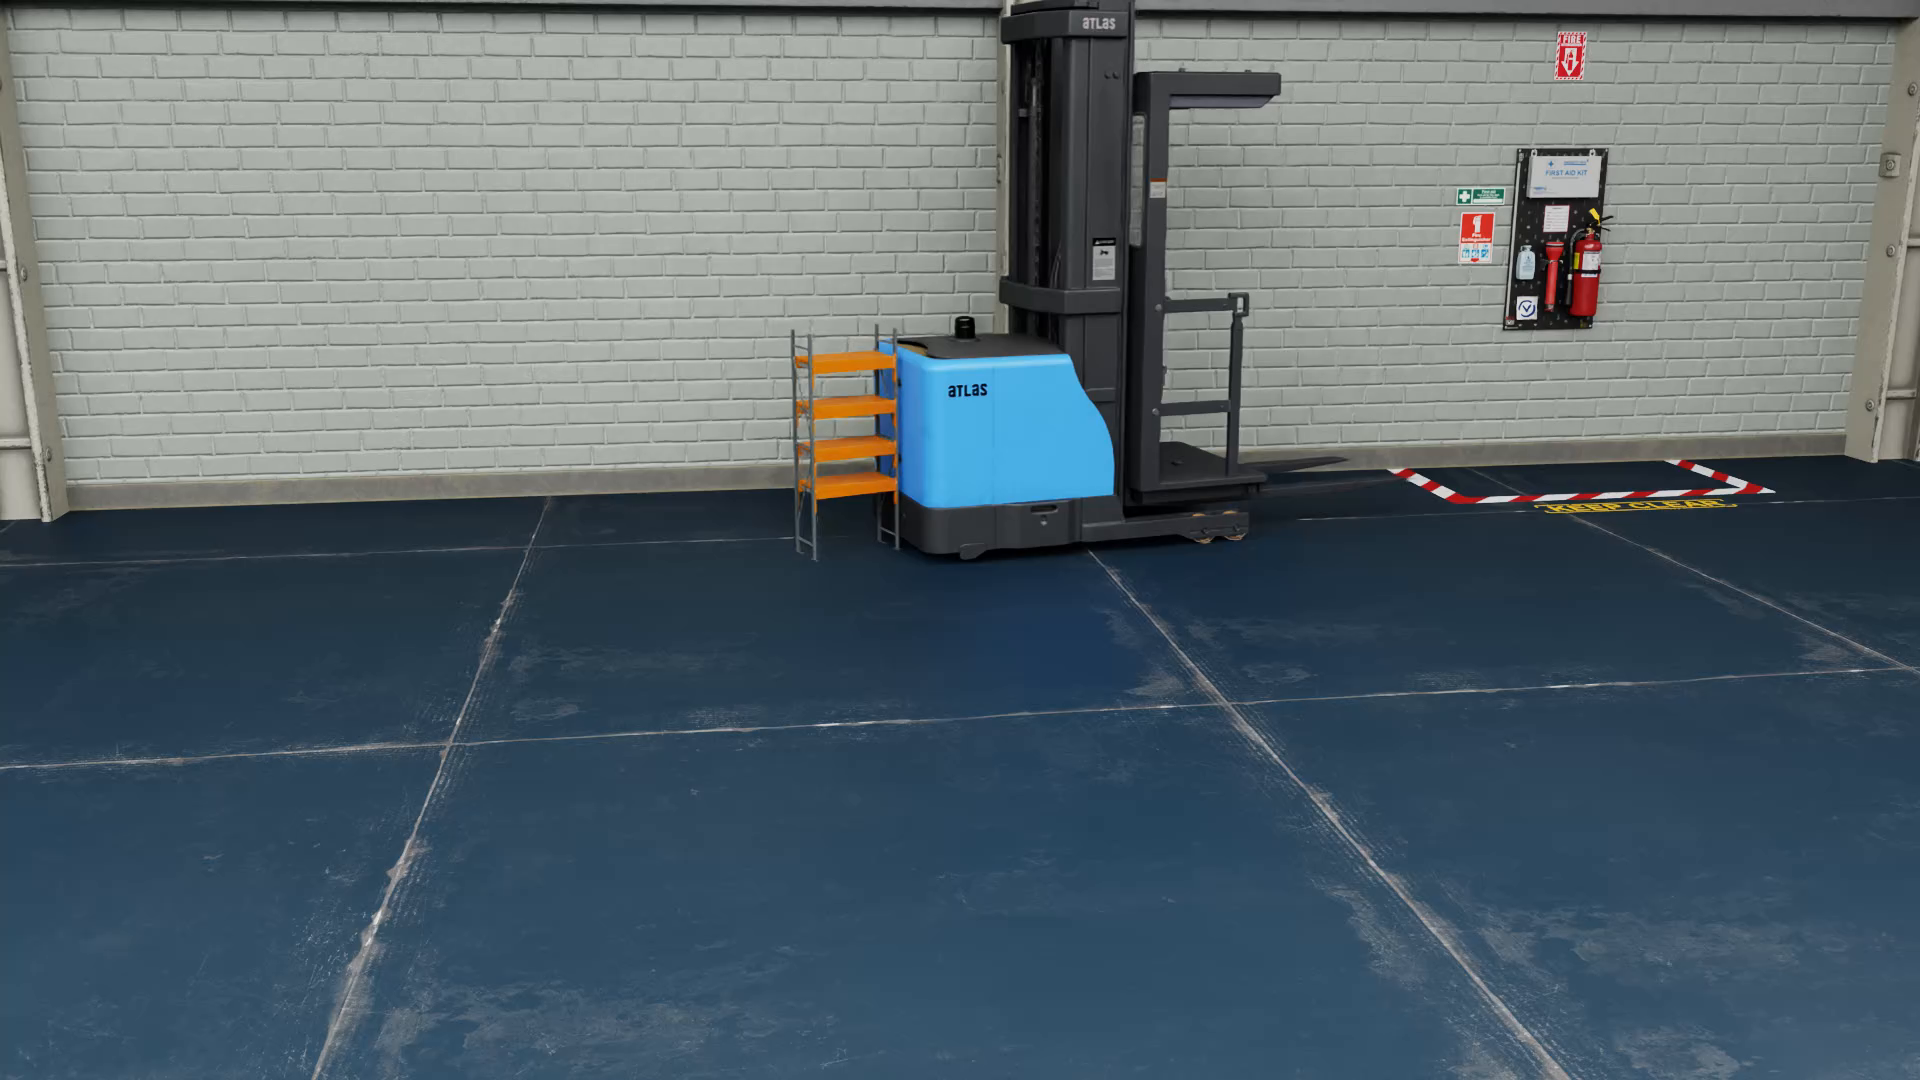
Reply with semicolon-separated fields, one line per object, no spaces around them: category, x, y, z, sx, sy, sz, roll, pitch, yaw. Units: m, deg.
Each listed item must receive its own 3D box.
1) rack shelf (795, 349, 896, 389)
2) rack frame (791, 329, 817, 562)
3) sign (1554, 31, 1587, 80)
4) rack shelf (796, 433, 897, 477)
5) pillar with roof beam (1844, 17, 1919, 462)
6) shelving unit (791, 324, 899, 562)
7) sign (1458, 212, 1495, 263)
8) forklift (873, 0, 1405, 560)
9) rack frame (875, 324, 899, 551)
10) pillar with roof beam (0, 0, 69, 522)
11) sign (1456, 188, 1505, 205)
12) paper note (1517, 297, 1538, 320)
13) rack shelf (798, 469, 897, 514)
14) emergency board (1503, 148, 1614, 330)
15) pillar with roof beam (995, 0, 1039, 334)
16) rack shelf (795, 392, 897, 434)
rack shelf;-0.606;-0.902;8.738;0.480;0.148;0.258;-8;16;-28
rack frame;-0.819;-0.492;8.719;0.015;1.200;0.240;-8;16;-28
sign;3.904;-3.095;10.631;0.199;0.298;0.001;-2;14;-8
rack shelf;-0.606;-0.456;8.850;0.480;0.148;0.258;-8;16;-28
pillar with roof beam;7.017;-3.902;6.280;0.400;9.000;9.100;-2;14;-8
shelving unit;-0.606;-0.521;8.833;0.503;1.200;0.258;-8;16;-28
sign;3.365;-1.969;10.833;0.234;0.329;0.001;-2;14;-8
forklift;1.075;-1.516;9.242;3.031;2.935;1.130;-5;15;-19
rack frame;-0.392;-0.550;8.948;0.015;1.200;0.240;-8;16;-28
pillar with roof beam;-4.849;-3.467;4.546;0.400;9.000;9.100;-2;14;-8
sign;3.370;-2.224;10.761;0.331;0.109;0.001;-2;14;-8
paper note;3.741;-1.530;10.966;0.142;0.148;0.016;-2;14;-8
rack shelf;-0.606;-0.263;8.898;0.480;0.148;0.258;-8;16;-28
emergency board;3.927;-1.947;10.818;0.643;1.169;0.194;-2;14;-8
pillar with roof beam;1.084;-3.684;5.413;0.400;9.000;9.100;-2;14;-8
rack shelf;-0.606;-0.673;8.795;0.480;0.148;0.258;-8;16;-28
